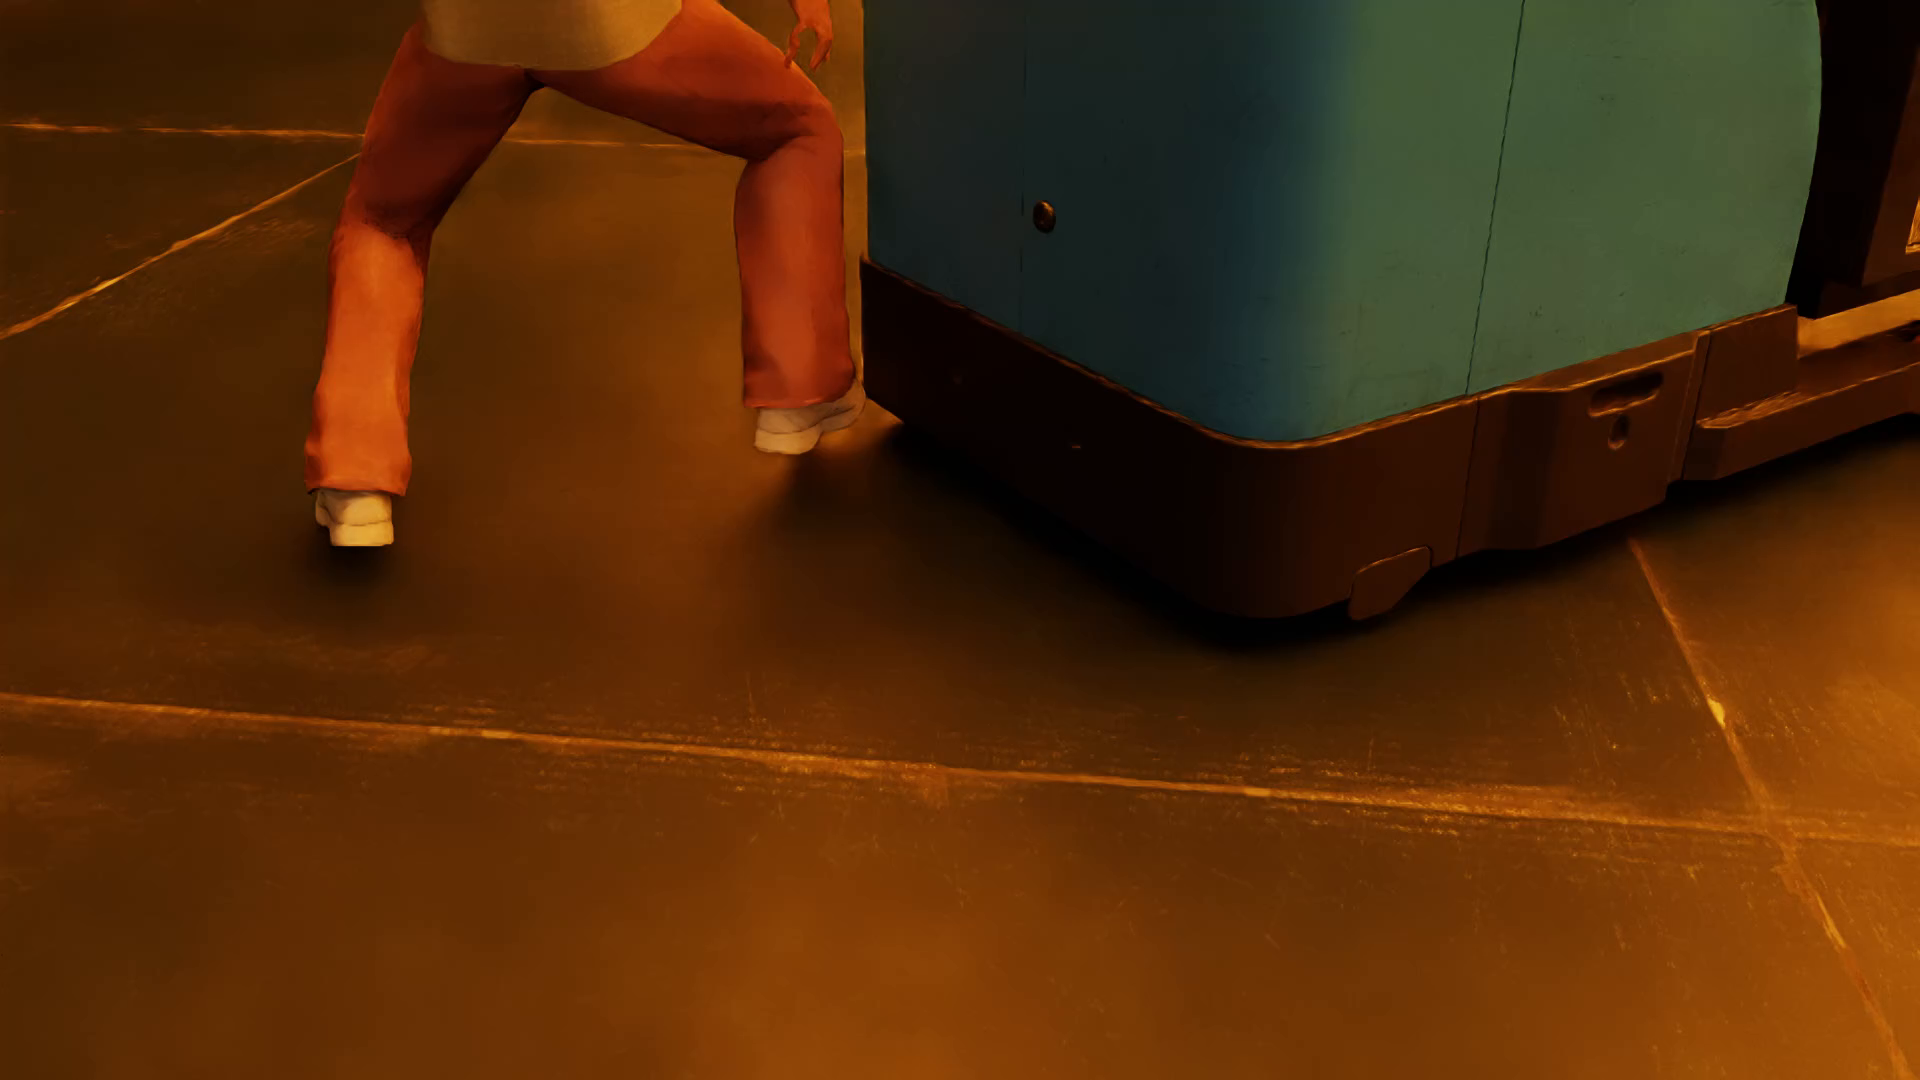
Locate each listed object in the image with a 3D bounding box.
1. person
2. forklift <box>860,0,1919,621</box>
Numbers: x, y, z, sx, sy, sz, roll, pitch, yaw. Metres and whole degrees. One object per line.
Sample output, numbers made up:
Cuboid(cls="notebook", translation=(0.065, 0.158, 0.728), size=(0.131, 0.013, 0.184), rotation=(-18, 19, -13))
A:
Cuboid(cls="person", translation=(-0.623, -0.762, 2.298), size=(0.874, 1.510, 0.688), rotation=(4, 27, 8))
Cuboid(cls="forklift", translation=(1.352, -1.690, 2.604), size=(3.031, 2.935, 1.130), rotation=(-16, 31, -29))
